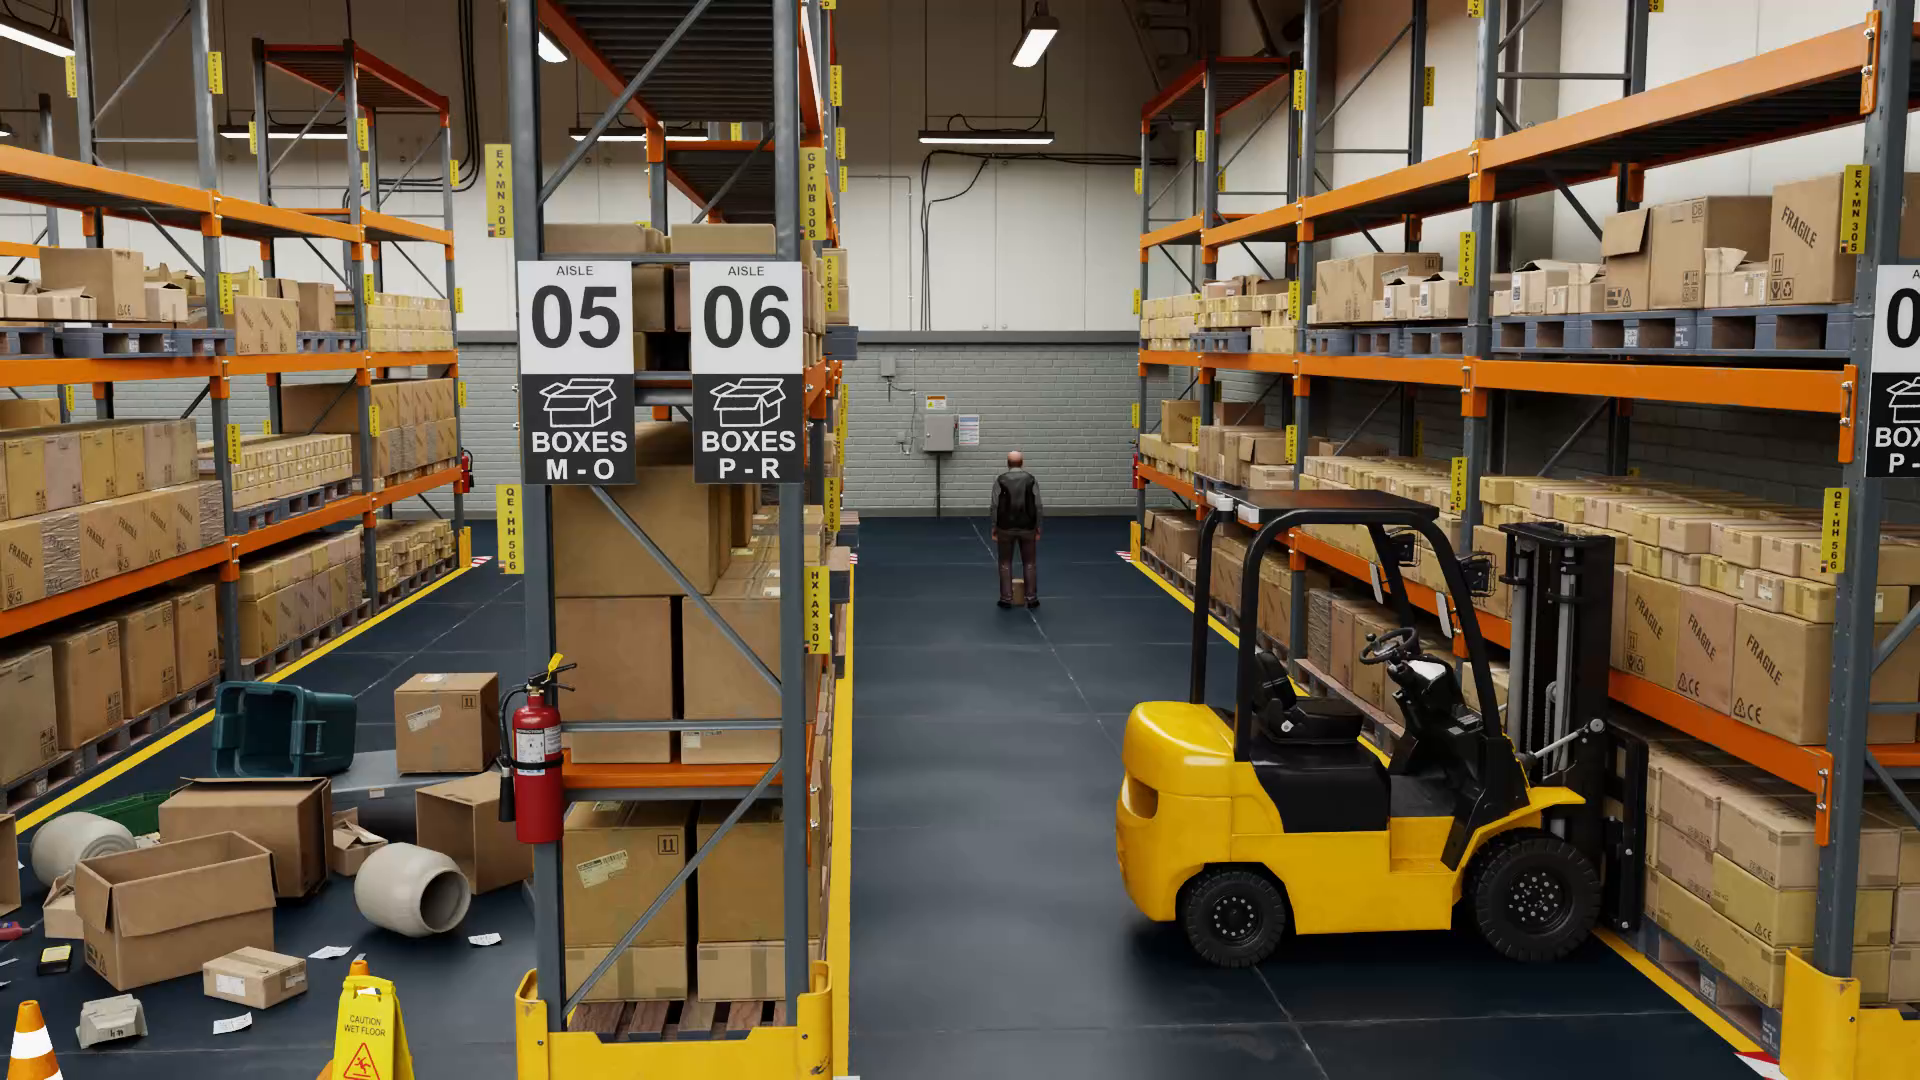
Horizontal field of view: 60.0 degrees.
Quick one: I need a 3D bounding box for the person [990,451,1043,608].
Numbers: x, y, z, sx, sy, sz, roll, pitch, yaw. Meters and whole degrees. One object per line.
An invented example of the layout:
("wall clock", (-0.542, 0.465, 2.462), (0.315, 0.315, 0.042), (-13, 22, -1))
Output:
("person", (0.620, -0.117, 18.324), (0.581, 1.721, 0.370), (0, 7, -3))
